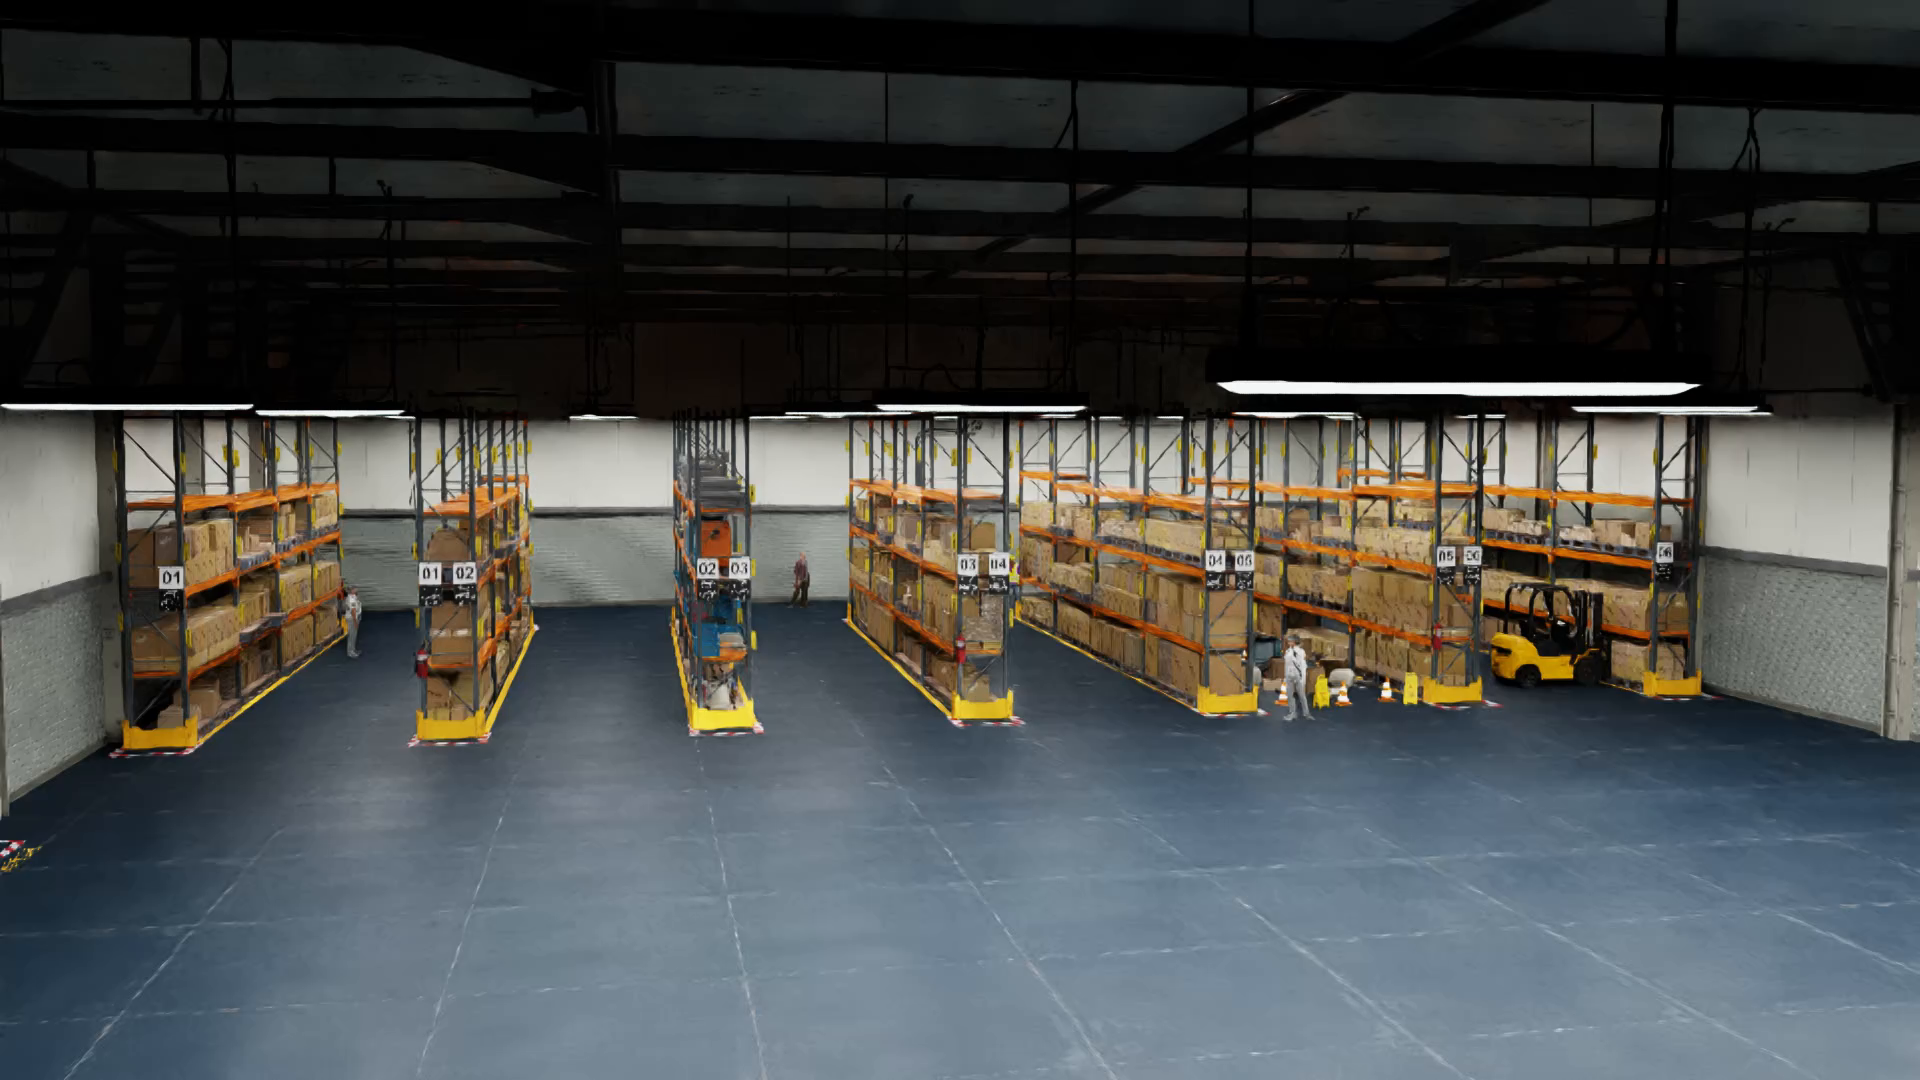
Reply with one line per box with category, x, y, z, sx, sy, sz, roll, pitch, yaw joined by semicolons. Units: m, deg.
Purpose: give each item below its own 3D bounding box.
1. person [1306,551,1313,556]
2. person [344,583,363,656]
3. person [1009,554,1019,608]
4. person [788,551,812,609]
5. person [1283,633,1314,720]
person;10.903;1.197;51.569;0.426;1.706;0.663;-3;5;-36
person;-14.816;1.935;40.637;0.428;1.763;0.644;-2;5;-27
person;1.567;1.283;50.448;0.620;1.723;0.954;1;4;12
person;-4.944;1.225;50.867;0.498;1.776;0.765;3;5;37
person;6.503;2.622;32.028;0.522;1.665;0.568;-3;5;-39
